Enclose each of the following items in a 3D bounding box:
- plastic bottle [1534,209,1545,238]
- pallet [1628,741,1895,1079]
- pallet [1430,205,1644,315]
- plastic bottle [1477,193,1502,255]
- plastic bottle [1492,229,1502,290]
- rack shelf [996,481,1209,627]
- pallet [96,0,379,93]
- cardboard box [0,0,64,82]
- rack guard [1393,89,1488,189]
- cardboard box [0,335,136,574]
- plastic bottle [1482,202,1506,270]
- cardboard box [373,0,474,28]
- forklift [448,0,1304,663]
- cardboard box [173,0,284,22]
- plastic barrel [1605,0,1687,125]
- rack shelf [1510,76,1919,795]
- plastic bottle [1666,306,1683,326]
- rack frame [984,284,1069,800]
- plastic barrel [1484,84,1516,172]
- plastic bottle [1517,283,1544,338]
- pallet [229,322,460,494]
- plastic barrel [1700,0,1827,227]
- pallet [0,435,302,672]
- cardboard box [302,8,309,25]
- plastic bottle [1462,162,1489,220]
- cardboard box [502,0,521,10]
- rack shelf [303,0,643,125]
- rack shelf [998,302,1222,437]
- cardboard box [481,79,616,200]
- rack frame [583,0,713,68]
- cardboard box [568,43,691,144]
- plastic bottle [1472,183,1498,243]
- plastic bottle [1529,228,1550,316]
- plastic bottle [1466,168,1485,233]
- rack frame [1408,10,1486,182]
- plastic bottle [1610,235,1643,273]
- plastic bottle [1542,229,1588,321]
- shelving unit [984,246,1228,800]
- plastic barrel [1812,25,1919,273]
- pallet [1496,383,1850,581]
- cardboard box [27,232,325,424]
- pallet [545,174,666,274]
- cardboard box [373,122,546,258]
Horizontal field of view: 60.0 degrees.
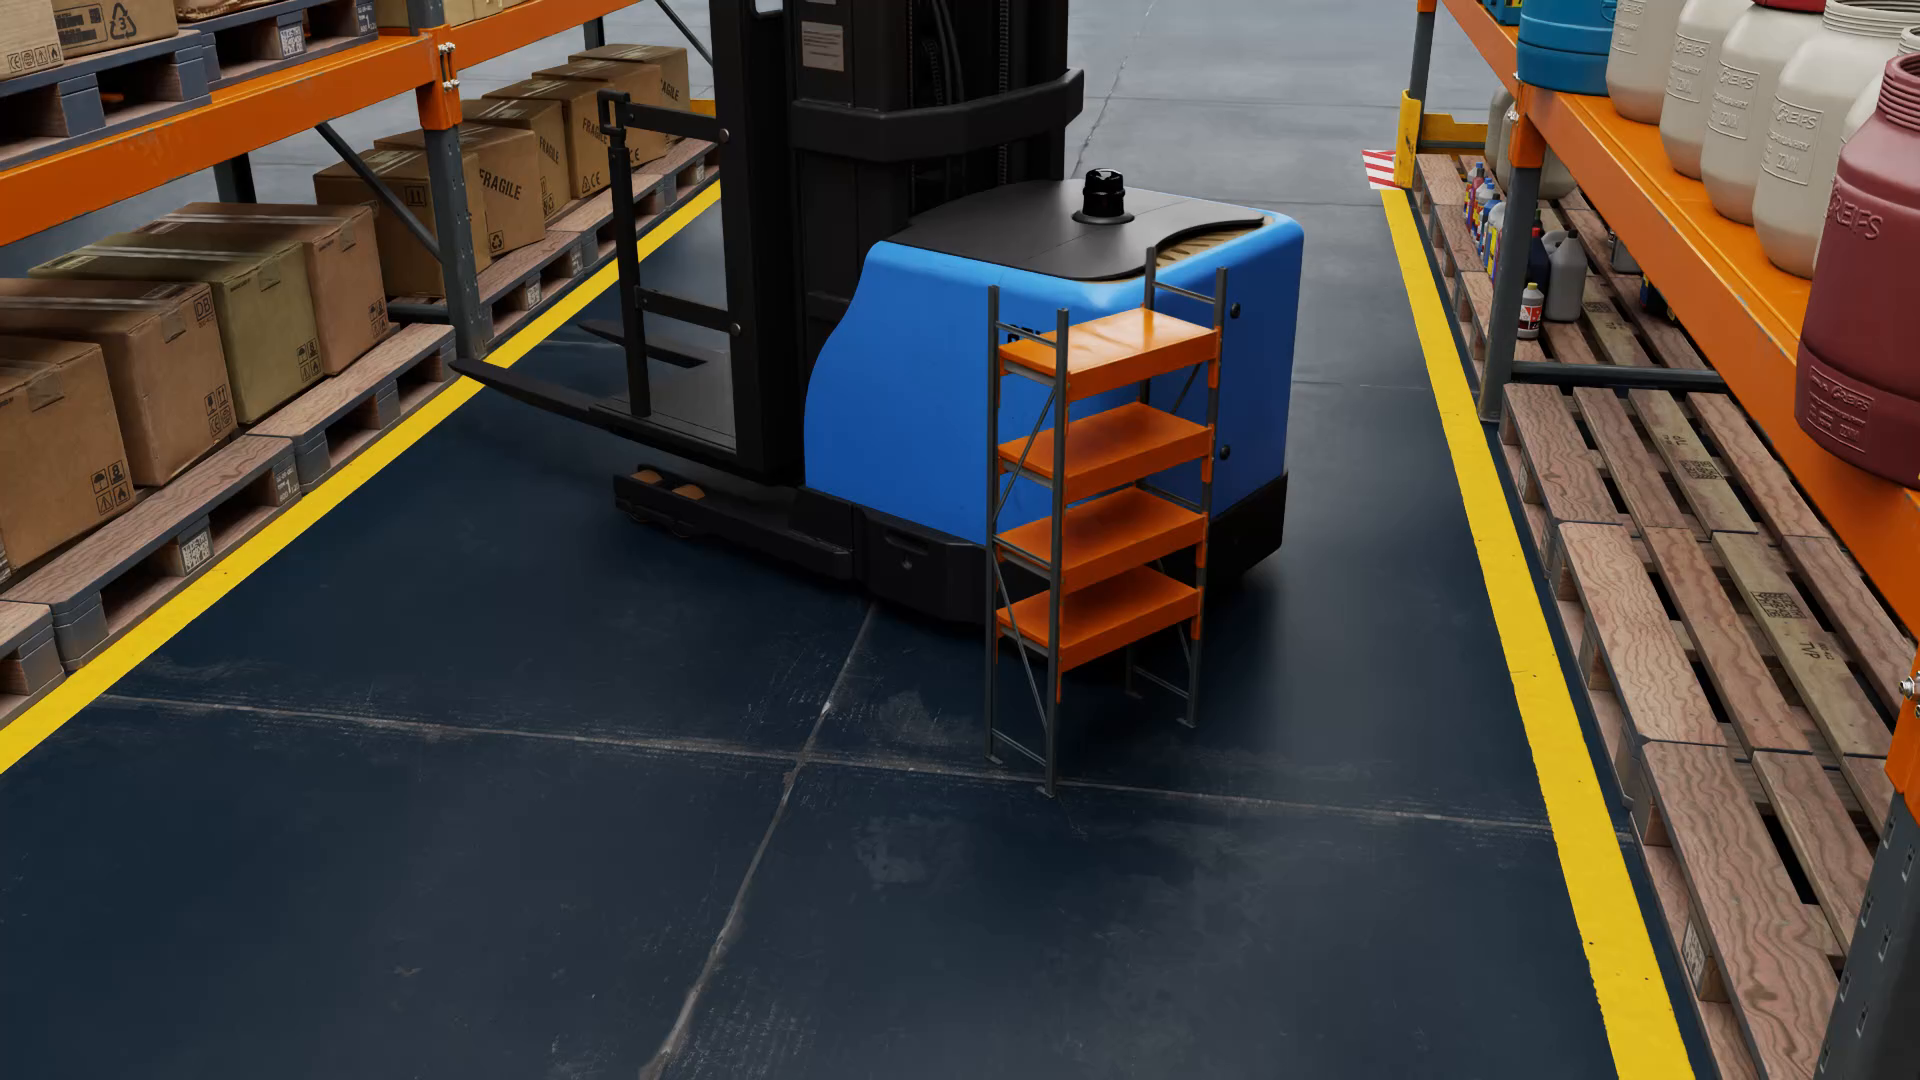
[{"bbox_3d":[2.444,-1.258,7.084,0.061,0.283,0.133,4,25,9],"label":"plastic bottle"},{"bbox_3d":[1.944,0.834,3.219,1.003,0.211,1.213,4,25,9],"label":"pallet"},{"bbox_3d":[2.781,-1.307,7.794,1.003,0.211,1.213,4,25,9],"label":"pallet"},{"bbox_3d":[2.378,-1.410,7.424,0.097,0.271,0.097,0,25,0],"label":"plastic bottle"},{"bbox_3d":[2.271,-1.190,6.939,0.061,0.283,0.133,6,26,12],"label":"plastic bottle"},{"bbox_3d":[0.330,0.025,3.940,0.480,0.148,0.258,-20,31,-36],"label":"rack shelf"},{"bbox_3d":[-2.722,-1.727,5.628,1.003,0.211,1.213,4,25,9],"label":"pallet"},{"bbox_3d":[-2.606,-1.258,4.081,0.500,0.250,0.500,3,25,7],"label":"cardboard box"},{"bbox_3d":[3.121,-2.286,9.544,1.175,0.500,0.348,4,25,9],"label":"rack guard"},{"bbox_3d":[-2.853,-0.270,4.718,0.700,0.500,0.500,6,26,13],"label":"cardboard box"},{"bbox_3d":[2.369,-1.318,7.222,0.152,0.276,0.135,4,25,9],"label":"plastic bottle"},{"bbox_3d":[-2.121,-2.079,6.449,0.380,0.149,0.250,4,25,9],"label":"cardboard box"},{"bbox_3d":[-0.490,-1.491,4.978,3.031,2.935,1.130,18,31,34],"label":"forklift"},{"bbox_3d":[-2.721,-2.263,5.343,1.000,1.000,1.000,4,25,9],"label":"cardboard box"},{"bbox_3d":[2.060,-1.457,4.664,0.433,0.535,0.433,0,25,0],"label":"plastic barrel"},{"bbox_3d":[2.106,-0.618,3.881,1.077,0.370,4.000,4,25,9],"label":"rack shelf"},{"bbox_3d":[2.838,-0.996,6.526,0.061,0.283,0.133,4,25,9],"label":"plastic bottle"},{"bbox_3d":[0.143,0.030,3.770,0.015,1.200,0.240,-20,31,-36],"label":"rack frame"},{"bbox_3d":[3.055,-2.236,8.928,0.421,0.512,0.421,0,25,0],"label":"plastic barrel"},{"bbox_3d":[2.185,-0.886,6.385,0.097,0.201,0.097,0,25,0],"label":"plastic bottle"},{"bbox_3d":[-2.579,-0.535,6.144,1.003,0.211,1.213,4,25,9],"label":"pallet"},{"bbox_3d":[1.870,-0.969,3.622,0.433,0.535,0.433,0,25,0],"label":"plastic barrel"},{"bbox_3d":[-2.776,-0.023,5.050,1.003,0.211,1.213,4,25,9],"label":"pallet"},{"bbox_3d":[-2.708,-2.120,6.537,0.380,0.149,0.250,4,25,9],"label":"cardboard box"},{"bbox_3d":[2.483,-1.680,8.001,0.097,0.271,0.097,0,25,0],"label":"plastic bottle"},{"bbox_3d":[-2.054,-2.289,6.898,0.380,0.149,0.250,4,25,9],"label":"cardboard box"},{"bbox_3d":[-2.126,-2.634,8.188,1.077,0.370,4.000,4,25,9],"label":"rack shelf"},{"bbox_3d":[0.330,-0.392,3.745,0.480,0.148,0.258,-20,31,-36],"label":"rack shelf"},{"bbox_3d":[-2.103,-2.082,8.612,0.500,0.500,0.500,6,26,13],"label":"cardboard box"},{"bbox_3d":[-1.799,-3.796,9.822,1.000,3.000,0.127,4,25,9],"label":"rack frame"},{"bbox_3d":[-1.918,-2.595,9.708,0.500,0.500,0.500,9,27,18],"label":"cardboard box"},{"bbox_3d":[2.411,-1.495,7.605,0.097,0.271,0.097,0,25,0],"label":"plastic bottle"},{"bbox_3d":[2.254,-1.069,6.602,0.144,0.351,0.185,3,25,7],"label":"plastic bottle"},{"bbox_3d":[2.428,-1.592,7.798,0.061,0.283,0.133,4,25,9],"label":"plastic bottle"},{"bbox_3d":[3.087,-3.453,9.089,1.000,3.000,0.127,4,25,9],"label":"rack frame"},{"bbox_3d":[2.925,-1.311,7.207,0.152,0.276,0.135,4,25,9],"label":"plastic bottle"},{"bbox_3d":[2.396,-1.059,6.580,0.144,0.351,0.185,4,25,9],"label":"plastic bottle"},{"bbox_3d":[0.330,-0.036,3.912,0.503,1.200,0.258,-20,31,-36],"label":"shelving unit"},{"bbox_3d":[1.737,-0.603,2.868,0.421,0.512,0.421,0,25,0],"label":"plastic barrel"},{"bbox_3d":[2.343,-0.186,5.399,1.003,0.211,1.213,4,25,9],"label":"pallet"},{"bbox_3d":[-2.671,-0.737,5.716,0.700,0.500,0.500,4,25,8],"label":"cardboard box"},{"bbox_3d":[-2.181,-1.656,8.538,1.003,0.211,1.213,4,25,9],"label":"pallet"},{"bbox_3d":[-2.262,-1.586,7.554,0.500,0.500,0.500,13,28,25],"label":"cardboard box"}]
